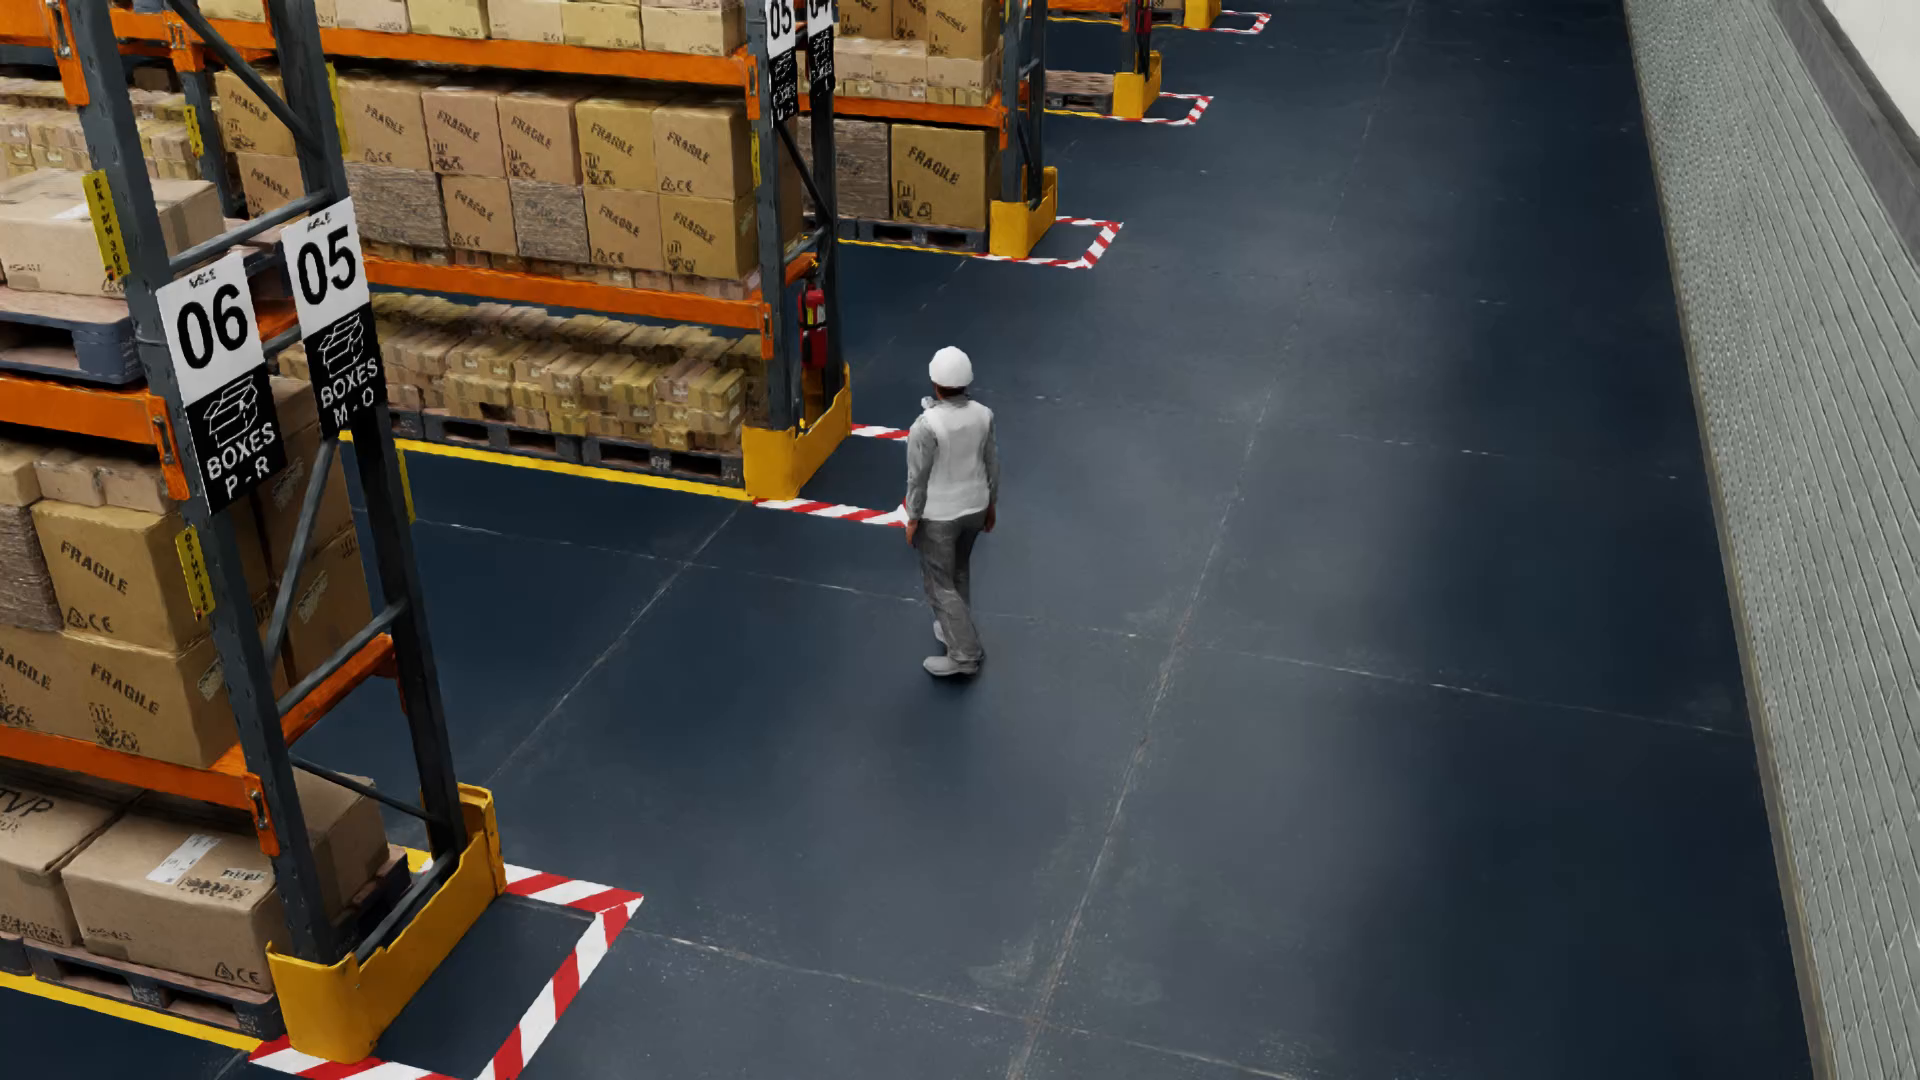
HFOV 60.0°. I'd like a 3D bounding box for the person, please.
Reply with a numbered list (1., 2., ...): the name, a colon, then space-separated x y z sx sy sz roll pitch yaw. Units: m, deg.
1. person: -0.012 -0.146 8.748 0.564 1.763 0.562 -21 35 -33
